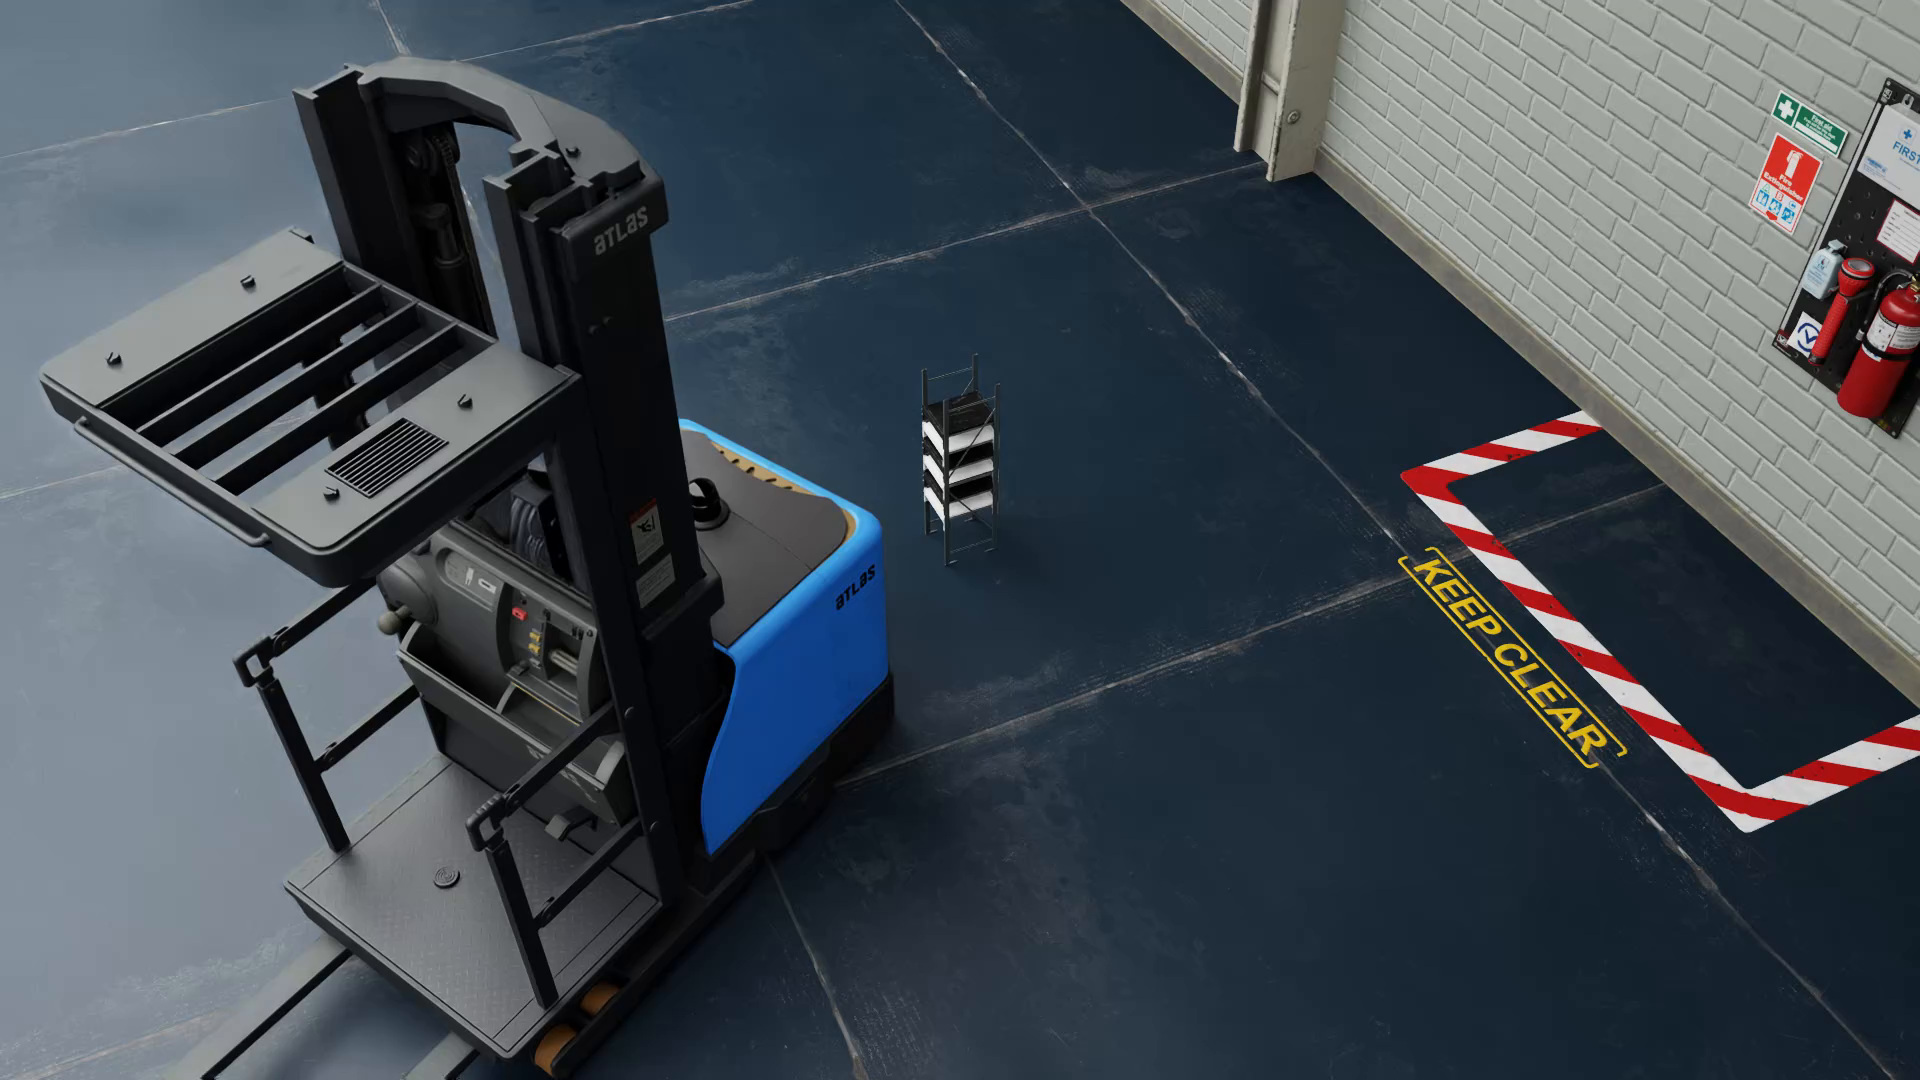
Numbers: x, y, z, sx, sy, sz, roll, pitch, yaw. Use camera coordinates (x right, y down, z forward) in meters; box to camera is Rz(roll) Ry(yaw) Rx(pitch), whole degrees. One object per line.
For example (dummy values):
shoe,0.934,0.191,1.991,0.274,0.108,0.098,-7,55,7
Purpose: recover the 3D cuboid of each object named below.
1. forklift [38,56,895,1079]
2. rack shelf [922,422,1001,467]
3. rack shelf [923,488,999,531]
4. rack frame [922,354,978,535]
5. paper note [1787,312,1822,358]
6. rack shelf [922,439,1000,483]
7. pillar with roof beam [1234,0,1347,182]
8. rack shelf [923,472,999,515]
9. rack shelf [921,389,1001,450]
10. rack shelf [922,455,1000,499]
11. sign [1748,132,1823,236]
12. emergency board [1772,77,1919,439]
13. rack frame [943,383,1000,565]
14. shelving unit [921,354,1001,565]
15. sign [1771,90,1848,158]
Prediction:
forklift,-1.521,0.289,4.740,1.130,2.935,3.031,27,51,25
rack shelf,0.003,-0.420,6.695,0.258,0.077,0.200,-18,47,-17
rack shelf,0.003,-0.163,6.947,0.258,0.077,0.200,-18,47,-17
rack frame,-0.039,-0.380,6.863,0.240,0.900,0.006,-18,47,-17
paper note,3.266,-0.779,6.400,0.016,0.148,0.142,-18,47,-17
rack shelf,0.003,-0.355,6.758,0.258,0.077,0.200,-18,47,-17
pillar with roof beam,-2.147,-4.061,4.828,9.100,9.000,0.400,-18,47,-17
rack shelf,0.003,-0.227,6.884,0.258,0.077,0.200,-18,47,-17
rack shelf,0.003,-0.484,6.631,0.258,0.077,0.200,-18,47,-17
rack shelf,0.003,-0.291,6.821,0.258,0.077,0.200,-18,47,-17
sign,3.139,-1.355,6.331,0.001,0.329,0.234,-18,47,-17
emergency board,3.278,-0.960,5.956,0.194,1.169,0.643,-18,47,-17
rack frame,0.046,-0.250,6.732,0.240,0.900,0.006,-18,47,-17
shelving unit,0.003,-0.315,6.798,0.258,0.900,0.210,-18,47,-17
sign,3.132,-1.538,6.139,0.001,0.109,0.331,-18,47,-17
